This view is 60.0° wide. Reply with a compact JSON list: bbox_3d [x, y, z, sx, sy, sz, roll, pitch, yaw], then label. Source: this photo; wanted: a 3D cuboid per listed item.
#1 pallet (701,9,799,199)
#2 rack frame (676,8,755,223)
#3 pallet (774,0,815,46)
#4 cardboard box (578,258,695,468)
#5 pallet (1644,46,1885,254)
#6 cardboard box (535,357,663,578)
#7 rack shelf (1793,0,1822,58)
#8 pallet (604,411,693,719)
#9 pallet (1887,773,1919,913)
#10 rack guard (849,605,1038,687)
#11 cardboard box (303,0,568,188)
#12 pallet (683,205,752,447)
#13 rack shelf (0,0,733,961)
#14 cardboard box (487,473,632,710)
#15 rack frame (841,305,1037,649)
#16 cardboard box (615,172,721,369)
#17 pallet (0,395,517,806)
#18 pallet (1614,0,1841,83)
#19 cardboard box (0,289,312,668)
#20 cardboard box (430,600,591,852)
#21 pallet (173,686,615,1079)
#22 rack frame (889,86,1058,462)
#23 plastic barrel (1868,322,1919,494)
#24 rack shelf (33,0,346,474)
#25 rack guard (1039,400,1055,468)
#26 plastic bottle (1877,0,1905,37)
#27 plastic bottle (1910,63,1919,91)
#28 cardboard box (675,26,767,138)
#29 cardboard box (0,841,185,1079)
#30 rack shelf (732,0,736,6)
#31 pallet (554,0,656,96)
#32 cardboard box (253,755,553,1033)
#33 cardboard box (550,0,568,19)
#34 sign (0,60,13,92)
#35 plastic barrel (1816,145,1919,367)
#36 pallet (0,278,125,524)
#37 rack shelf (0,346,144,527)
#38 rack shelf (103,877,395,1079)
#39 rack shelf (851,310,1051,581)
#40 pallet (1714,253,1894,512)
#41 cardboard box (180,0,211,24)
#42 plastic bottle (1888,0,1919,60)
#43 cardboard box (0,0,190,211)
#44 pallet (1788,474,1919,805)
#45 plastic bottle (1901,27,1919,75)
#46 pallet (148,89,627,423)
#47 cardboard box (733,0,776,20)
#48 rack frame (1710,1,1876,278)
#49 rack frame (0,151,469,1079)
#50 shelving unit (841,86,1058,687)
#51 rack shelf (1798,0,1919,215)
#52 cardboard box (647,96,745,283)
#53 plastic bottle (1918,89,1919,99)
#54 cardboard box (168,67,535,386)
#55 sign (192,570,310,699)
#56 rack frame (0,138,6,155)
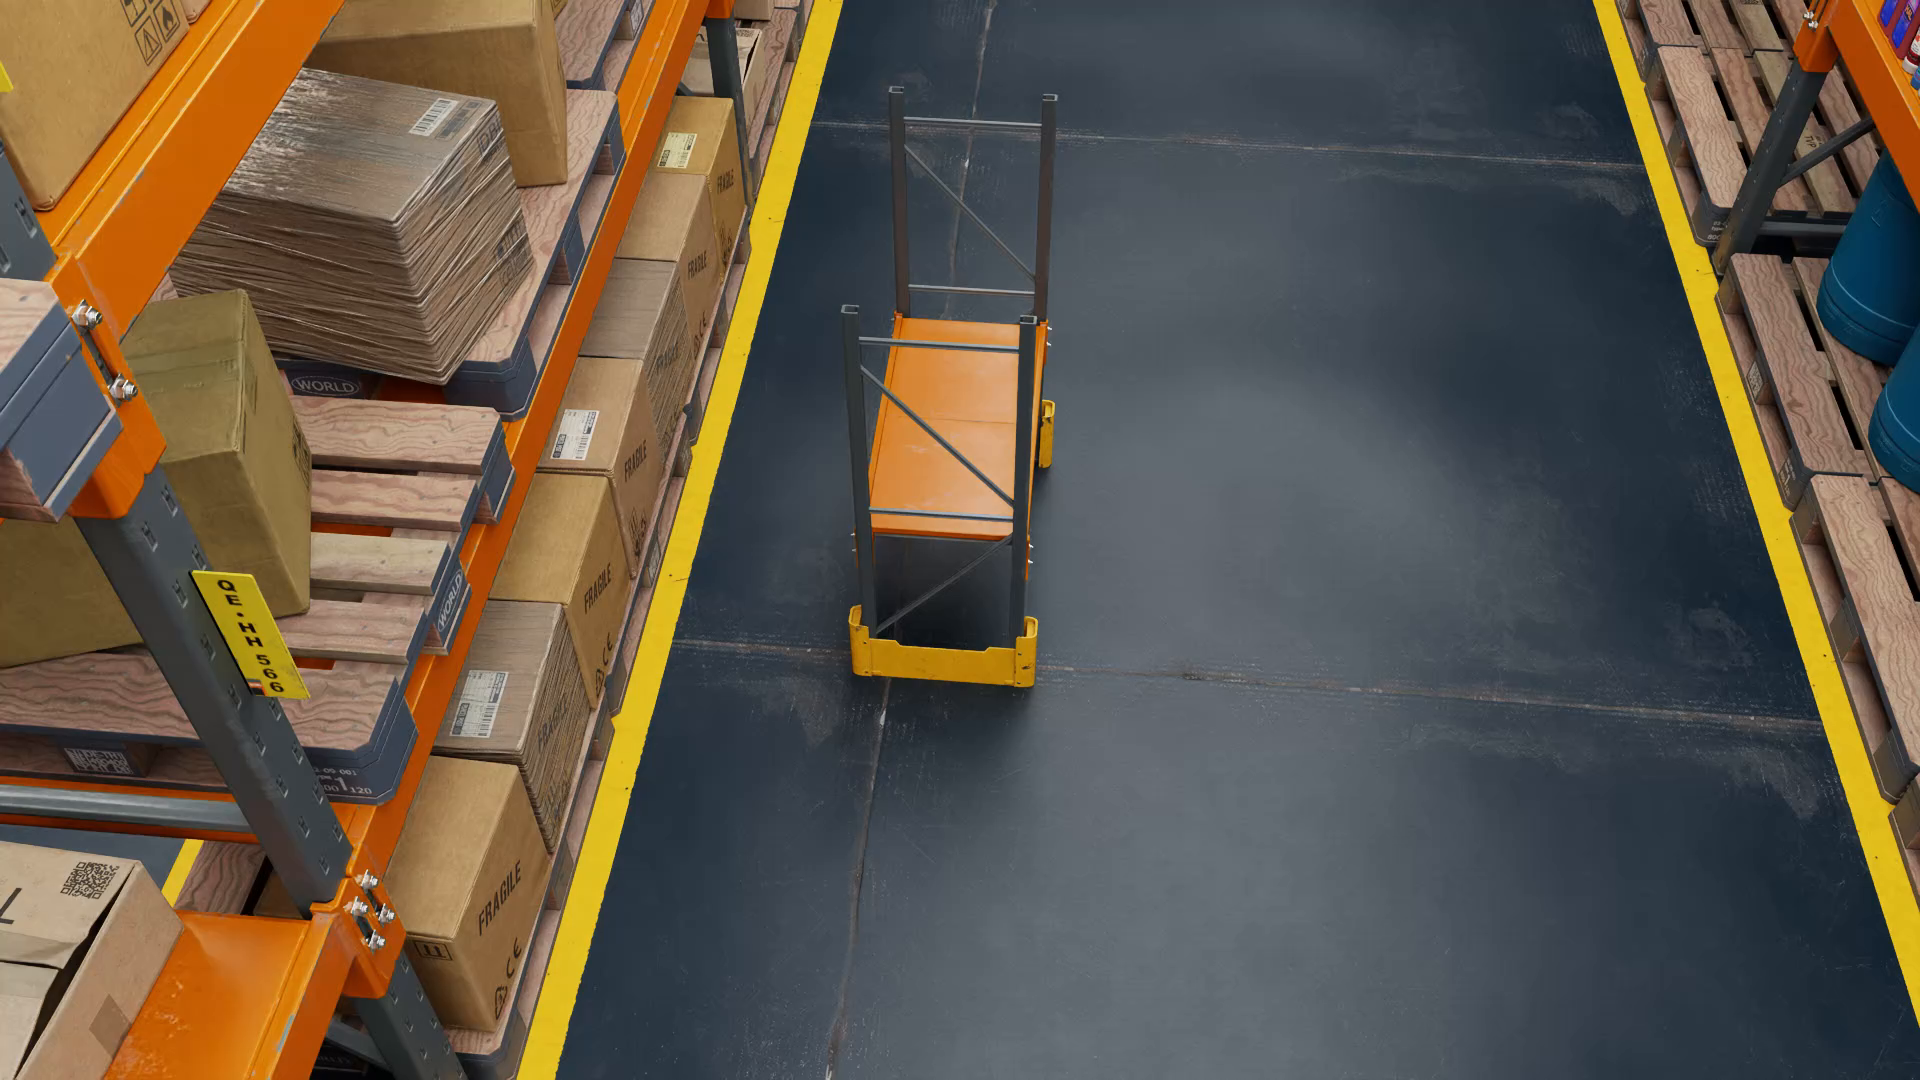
[{"bbox_3d":[-1.308,-1.983,7.421,1.003,0.211,1.213,4,48,4],"label":"pallet"},{"bbox_3d":[-1.371,-2.420,5.931,1.000,3.000,0.127,4,48,4],"label":"rack frame"},{"bbox_3d":[-1.199,-2.882,8.243,1.003,0.211,1.213,4,48,4],"label":"pallet"},{"bbox_3d":[-1.230,-0.612,5.673,0.500,0.500,0.500,4,48,4],"label":"cardboard box"},{"bbox_3d":[3.590,-1.686,7.149,1.003,0.211,1.213,4,48,4],"label":"pallet"},{"bbox_3d":[-1.274,-0.238,5.331,0.500,0.500,0.500,2,48,2],"label":"cardboard box"},{"bbox_3d":[3.744,-3.311,7.233,1.077,0.370,4.000,4,48,4],"label":"rack shelf"},{"bbox_3d":[-1.516,0.020,5.588,1.003,0.211,1.213,4,48,4],"label":"pallet"},{"bbox_3d":[3.227,1.214,4.496,1.003,0.211,1.213,4,48,4],"label":"pallet"},{"bbox_3d":[-0.052,0.338,5.272,0.587,0.250,0.087,4,48,4],"label":"rack guard"},{"bbox_3d":[-1.471,-1.293,4.548,0.700,0.500,0.500,-7,48,-6],"label":"cardboard box"},{"bbox_3d":[-1.408,-0.879,6.411,1.003,0.211,1.213,4,48,4],"label":"pallet"},{"bbox_3d":[-1.553,-0.708,4.852,1.077,0.370,4.000,4,48,4],"label":"rack shelf"},{"bbox_3d":[-1.317,0.146,4.980,0.500,0.500,0.500,3,48,3],"label":"cardboard box"},{"bbox_3d":[-0.054,-0.070,4.798,0.500,1.500,0.032,4,48,4],"label":"rack frame"},{"bbox_3d":[-1.184,-0.980,6.010,0.500,0.500,0.500,4,48,4],"label":"cardboard box"},{"bbox_3d":[-1.744,0.081,3.773,1.213,0.211,1.003,4,48,4],"label":"pallet"},{"bbox_3d":[3.698,-2.585,7.971,1.003,0.211,1.213,4,48,4],"label":"pallet"},{"bbox_3d":[-1.790,-0.127,3.481,0.700,0.500,0.500,-11,48,-10],"label":"cardboard box"},{"bbox_3d":[-1.367,0.514,4.643,0.500,0.500,0.500,2,48,2],"label":"cardboard box"},{"bbox_3d":[-1.630,0.914,4.771,1.003,0.211,1.213,4,48,4],"label":"pallet"},{"bbox_3d":[0.039,-0.817,5.481,0.500,1.500,0.032,4,48,4],"label":"rack frame"},{"bbox_3d":[3.430,-0.599,5.402,0.600,0.901,0.708,4,48,4],"label":"plastic barrel"},{"bbox_3d":[-1.553,-1.720,3.745,1.077,0.370,4.000,4,48,4],"label":"rack shelf"},{"bbox_3d":[0.038,-0.394,5.941,0.587,0.250,0.087,4,48,4],"label":"rack guard"},{"bbox_3d":[3.103,-1.804,5.446,0.061,0.283,0.133,4,48,4],"label":"plastic bottle"},{"bbox_3d":[3.090,-1.544,5.217,0.097,0.271,0.097,0,48,0],"label":"plastic bottle"},{"bbox_3d":[-1.117,-1.955,7.029,0.500,0.311,0.500,4,48,4],"label":"cardboard box"},{"bbox_3d":[-1.812,0.814,3.033,0.500,0.311,0.500,7,48,6],"label":"cardboard box"},{"bbox_3d":[-1.189,-3.647,7.540,1.077,0.370,4.000,4,48,4],"label":"rack shelf"},{"bbox_3d":[-1.553,-1.775,5.471,1.003,0.211,1.213,4,48,4],"label":"pallet"},{"bbox_3d":[-1.410,0.899,4.291,0.500,0.500,0.500,6,48,5],"label":"cardboard box"},{"bbox_3d":[-1.637,-1.753,4.968,0.700,0.500,0.500,11,48,10],"label":"cardboard box"},{"bbox_3d":[-1.184,-0.651,1.876,0.100,0.325,0.005,4,48,4],"label":"sign"},{"bbox_3d":[3.495,-1.119,5.878,0.600,0.901,0.708,4,48,4],"label":"plastic barrel"},{"bbox_3d":[-1.708,0.075,1.743,1.213,0.211,1.003,6,48,5],"label":"pallet"},{"bbox_3d":[-1.918,1.219,1.057,1.077,0.370,4.000,4,48,4],"label":"rack shelf"},{"bbox_3d":[-1.918,2.232,2.164,1.077,0.370,4.000,4,48,4],"label":"rack shelf"},{"bbox_3d":[-0.008,-0.322,5.272,0.538,0.185,1.000,4,48,4],"label":"rack shelf"},{"bbox_3d":[3.449,-0.579,6.136,1.003,0.211,1.213,4,48,4],"label":"pallet"},{"bbox_3d":[-1.683,-1.224,2.737,0.910,0.500,0.500,4,48,4],"label":"cardboard box"},{"bbox_3d":[3.091,-1.706,5.357,0.061,0.283,0.133,4,48,4],"label":"plastic bottle"},{"bbox_3d":[-1.729,-0.850,2.394,0.910,0.500,0.500,4,48,4],"label":"cardboard box"},{"bbox_3d":[3.341,0.320,5.314,1.003,0.211,1.213,4,48,4],"label":"pallet"},{"bbox_3d":[3.099,-1.592,5.308,0.097,0.201,0.097,0,48,0],"label":"plastic bottle"},{"bbox_3d":[-1.563,-0.845,4.620,1.003,0.211,1.213,4,48,4],"label":"pallet"},{"bbox_3d":[-1.049,-2.542,7.665,0.380,0.166,0.250,4,48,4],"label":"cardboard box"},{"bbox_3d":[3.561,-2.084,5.623,1.000,3.000,0.127,4,48,4],"label":"rack frame"},{"bbox_3d":[-1.736,0.519,3.242,1.000,3.000,0.127,4,48,4],"label":"rack frame"},{"bbox_3d":[-0.007,-0.450,5.145,0.587,1.500,1.083,4,48,4],"label":"shelving unit"},{"bbox_3d":[3.379,-0.372,4.545,1.077,0.370,4.000,4,48,4],"label":"rack shelf"},{"bbox_3d":[-1.131,-1.343,6.341,0.500,0.500,0.500,4,48,3],"label":"cardboard box"},{"bbox_3d":[3.106,-1.459,5.136,0.152,0.276,0.135,4,48,4],"label":"plastic bottle"},{"bbox_3d":[-1.517,-0.786,4.084,0.700,0.500,0.500,12,49,11],"label":"cardboard box"},{"bbox_3d":[-1.183,0.163,2.783,0.100,0.325,0.005,4,48,4],"label":"sign"},{"bbox_3d":[-1.736,-1.505,1.029,1.000,3.000,0.127,4,48,4],"label":"rack frame"}]
